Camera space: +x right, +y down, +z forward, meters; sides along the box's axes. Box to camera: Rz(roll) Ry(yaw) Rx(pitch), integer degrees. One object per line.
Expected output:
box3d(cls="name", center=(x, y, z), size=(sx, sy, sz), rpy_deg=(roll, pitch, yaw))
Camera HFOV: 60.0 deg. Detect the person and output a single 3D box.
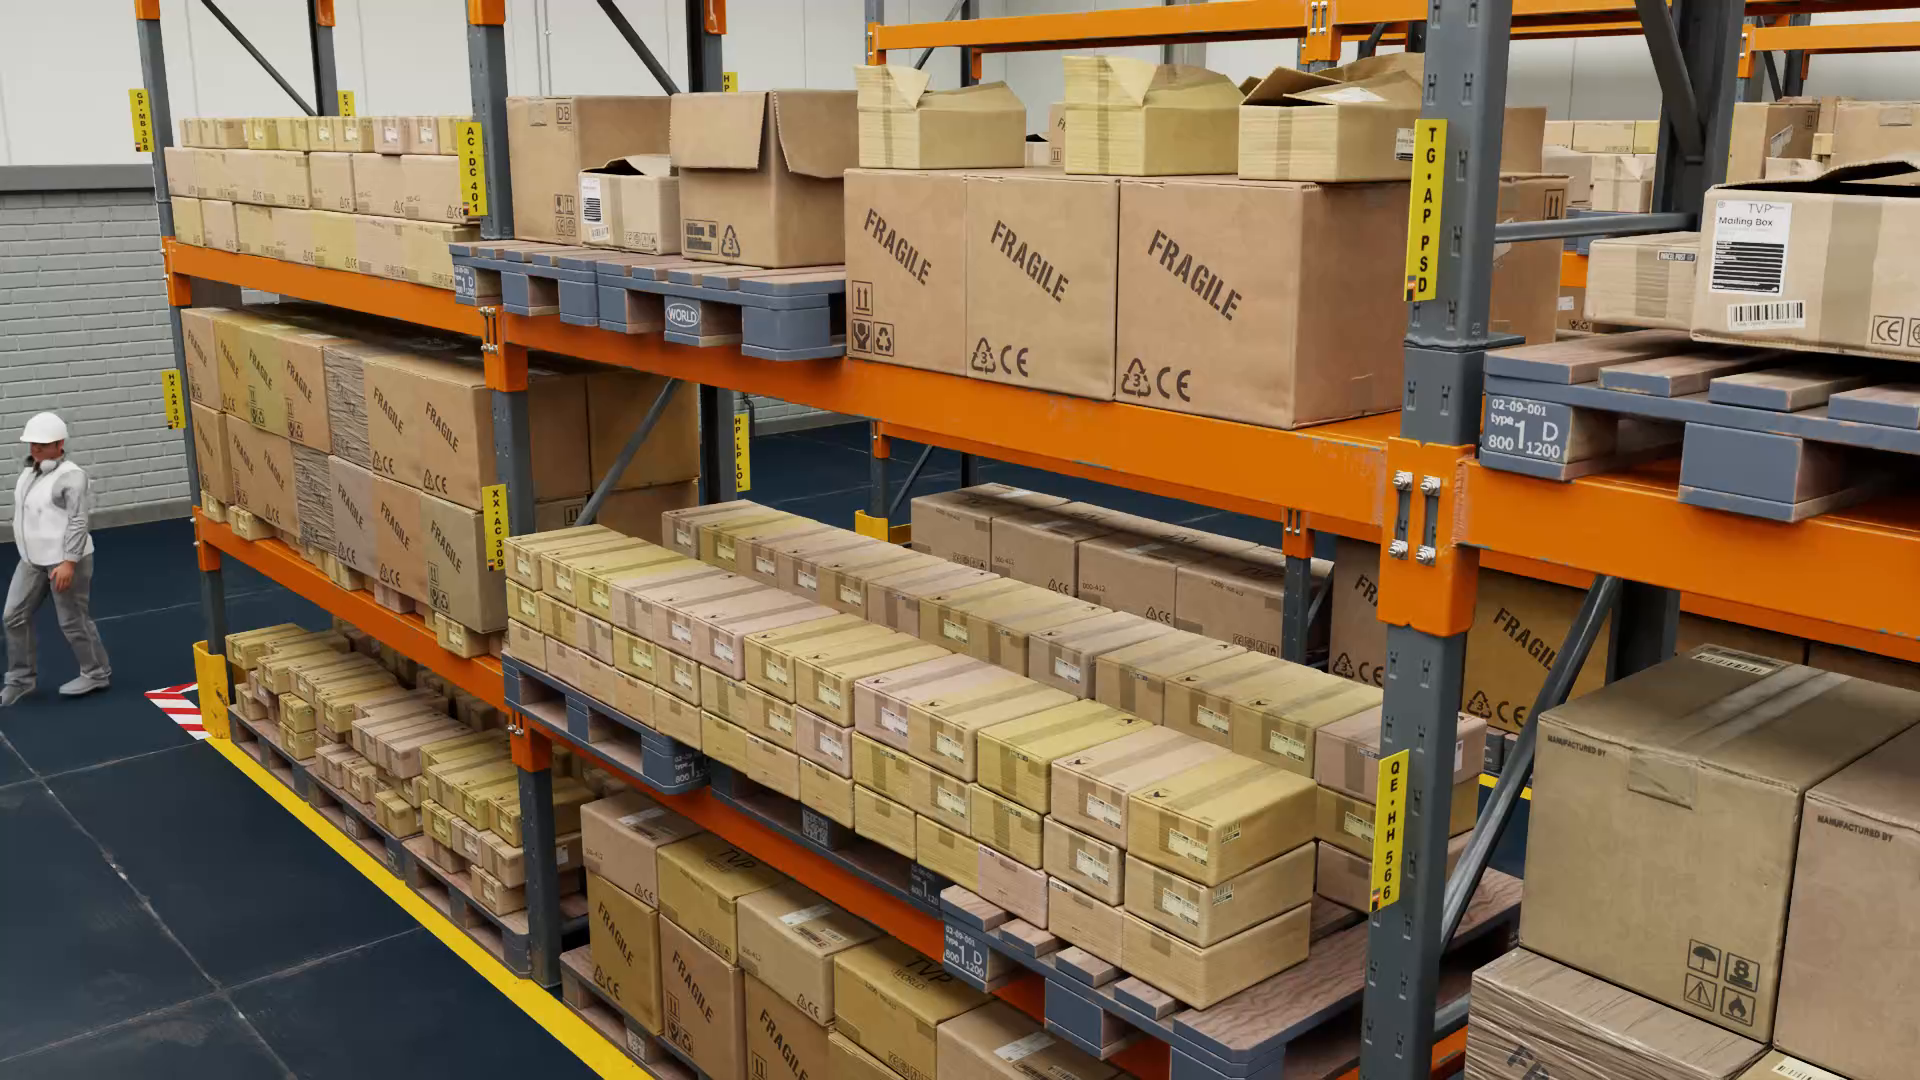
box3d(cls="person", center=(-5.487, 0.137, 9.961), size=(0.620, 1.807, 0.627), rpy_deg=(8, 16, 28))
